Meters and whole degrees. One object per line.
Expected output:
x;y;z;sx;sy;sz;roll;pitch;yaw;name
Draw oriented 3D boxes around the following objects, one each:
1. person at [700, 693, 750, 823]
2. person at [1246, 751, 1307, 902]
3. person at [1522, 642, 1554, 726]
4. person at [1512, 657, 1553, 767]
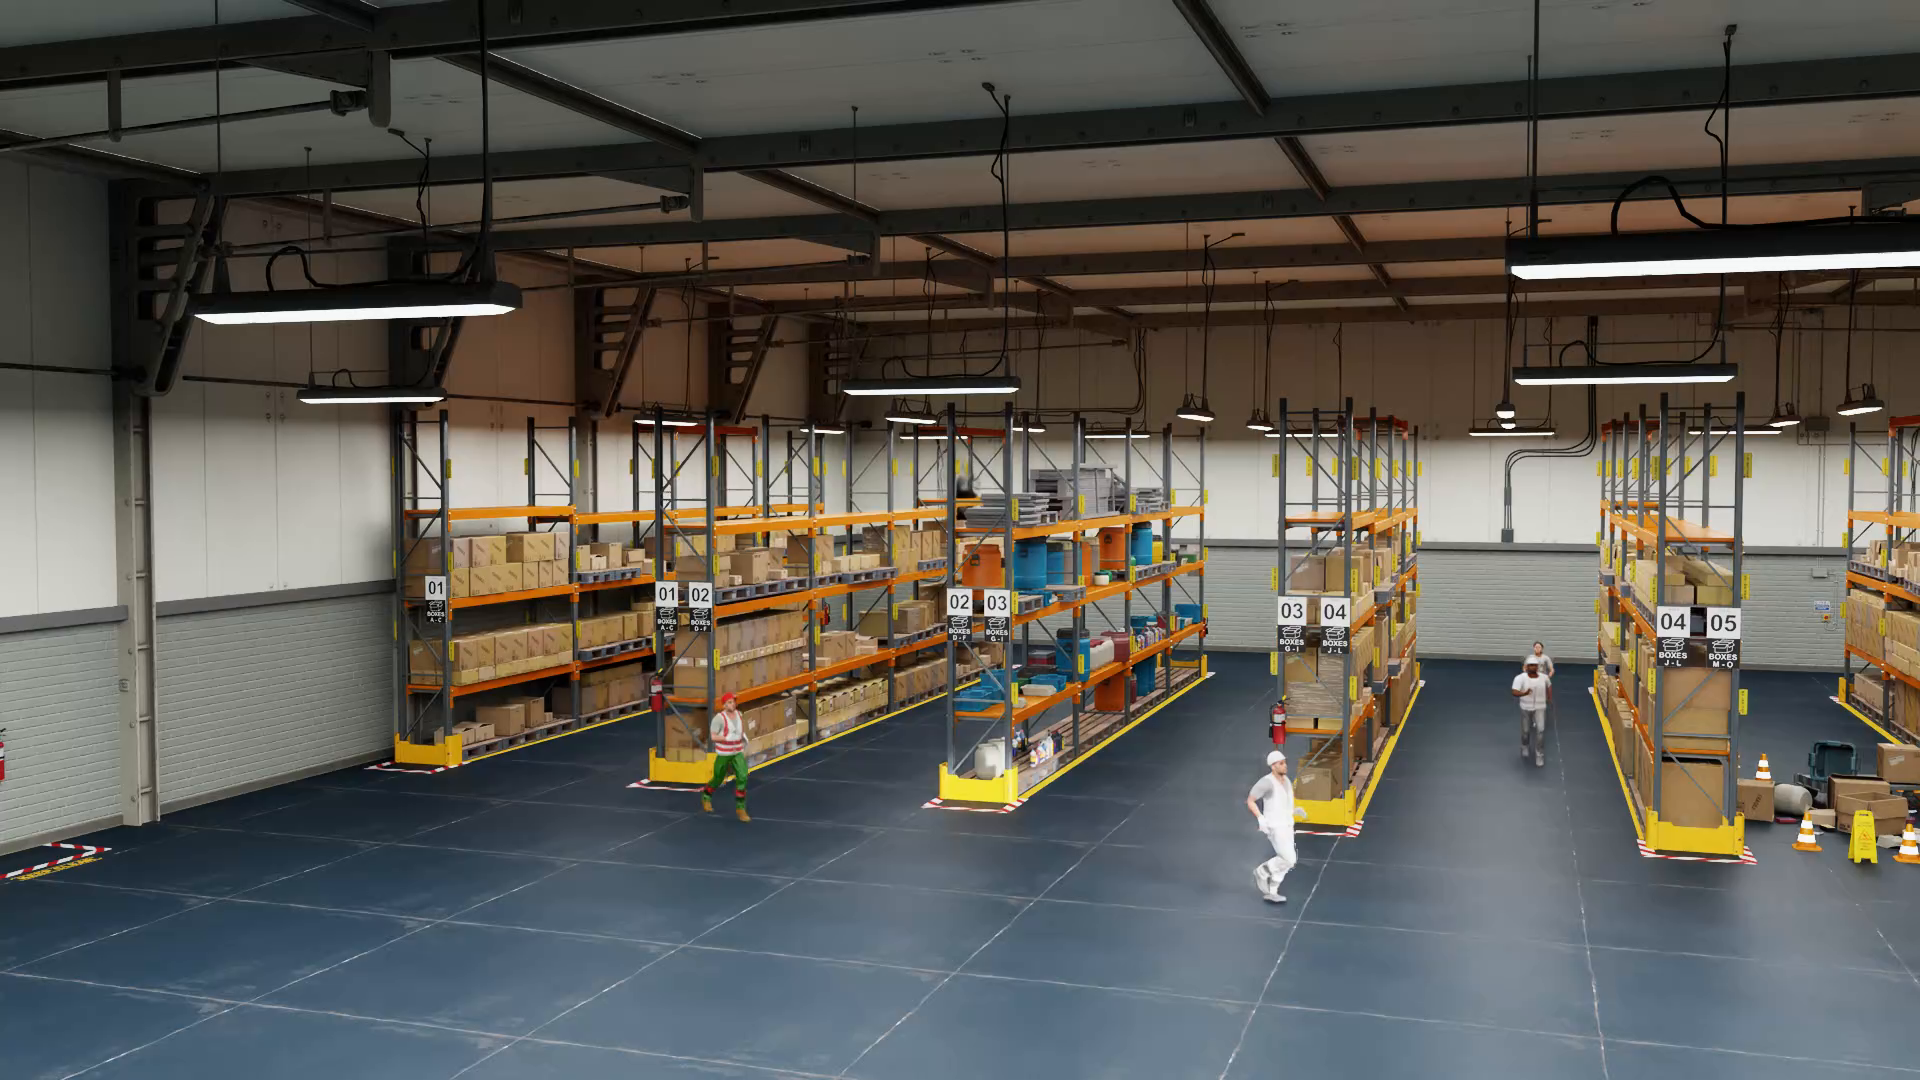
-3.335;3.082;23.830;0.674;1.826;0.943;-2;3;-39;person
3.693;3.304;19.135;0.651;1.738;0.583;-2;3;-45;person
11.266;2.794;32.424;0.600;1.622;0.769;1;3;25;person
9.736;2.890;28.276;0.681;1.806;0.868;1;2;12;person
